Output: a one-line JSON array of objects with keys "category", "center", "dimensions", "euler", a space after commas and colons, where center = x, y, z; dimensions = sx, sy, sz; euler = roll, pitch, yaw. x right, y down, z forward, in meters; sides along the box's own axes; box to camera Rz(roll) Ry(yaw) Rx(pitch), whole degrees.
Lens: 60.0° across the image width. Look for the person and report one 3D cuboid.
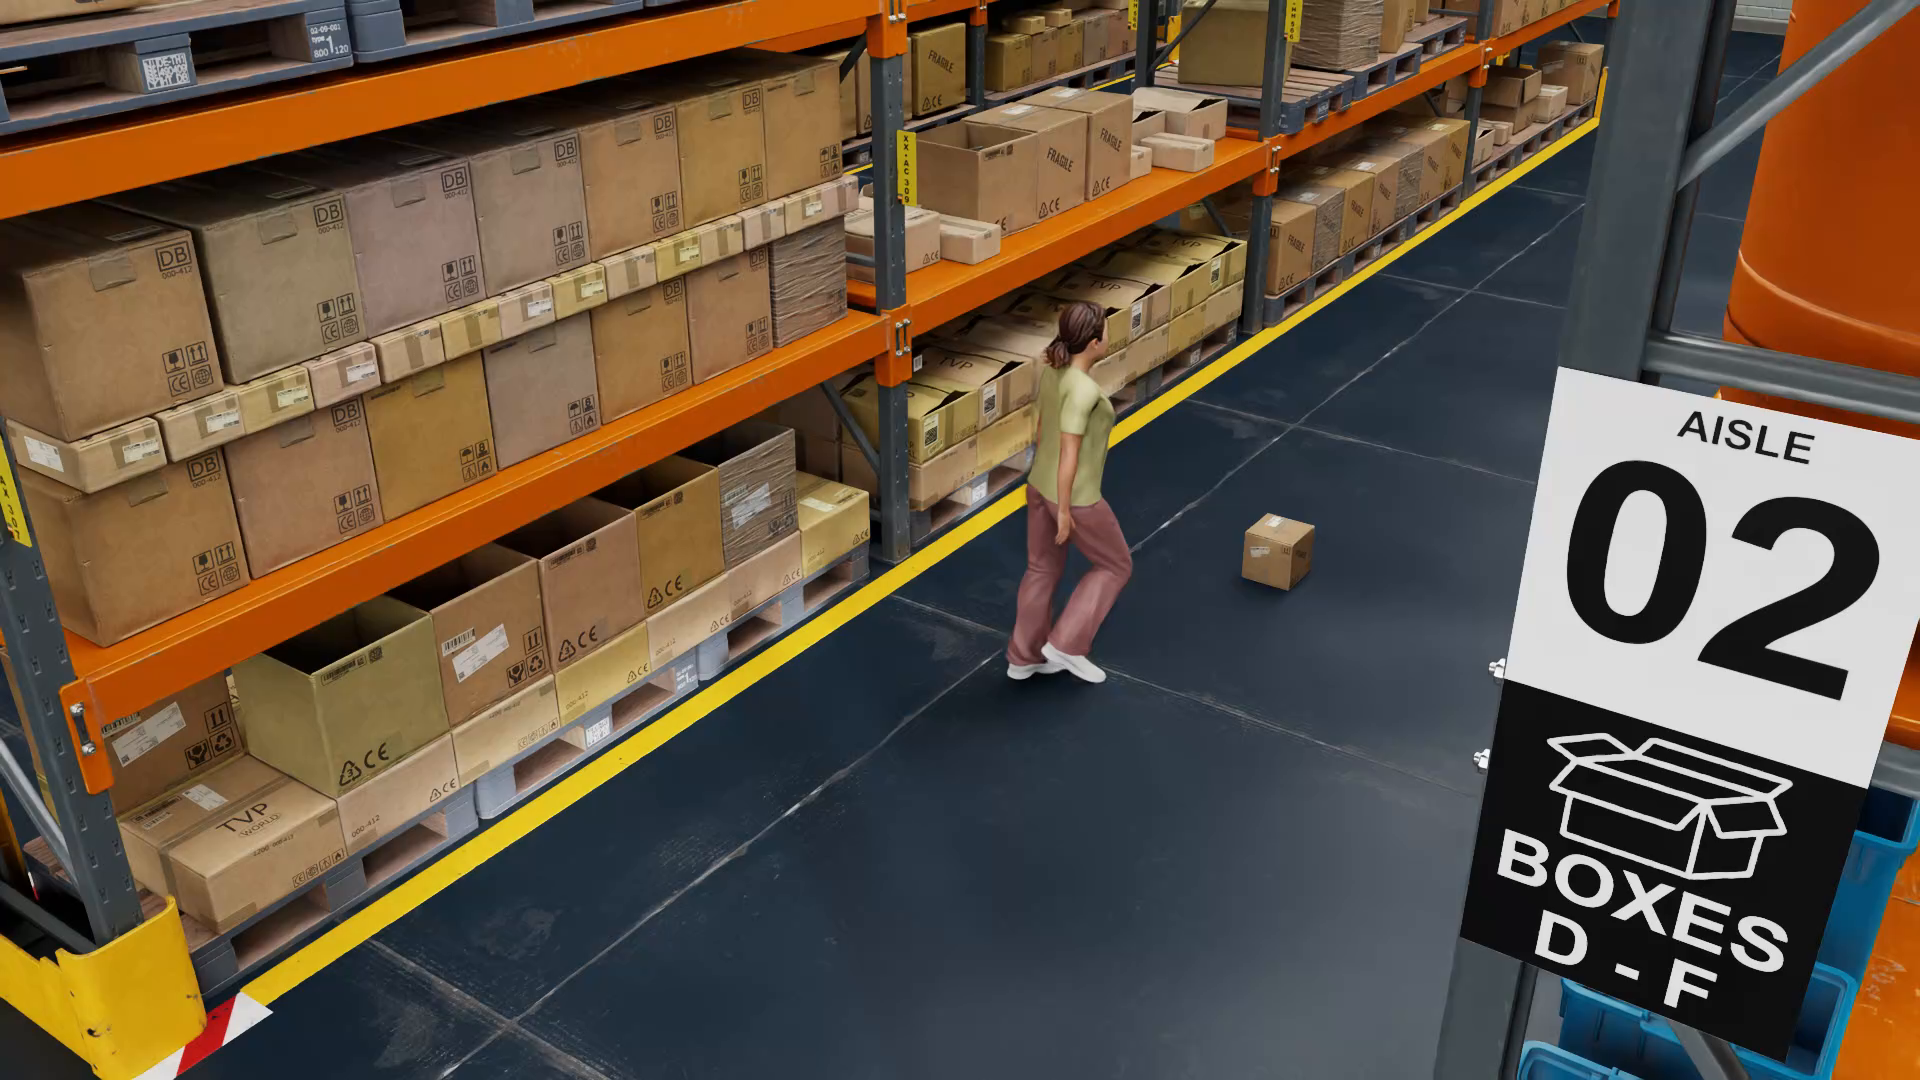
[{"category": "person", "center": [0.432, -0.187, 6.952], "dimensions": [0.509, 1.651, 0.476], "euler": [-11, 29, -21]}]
